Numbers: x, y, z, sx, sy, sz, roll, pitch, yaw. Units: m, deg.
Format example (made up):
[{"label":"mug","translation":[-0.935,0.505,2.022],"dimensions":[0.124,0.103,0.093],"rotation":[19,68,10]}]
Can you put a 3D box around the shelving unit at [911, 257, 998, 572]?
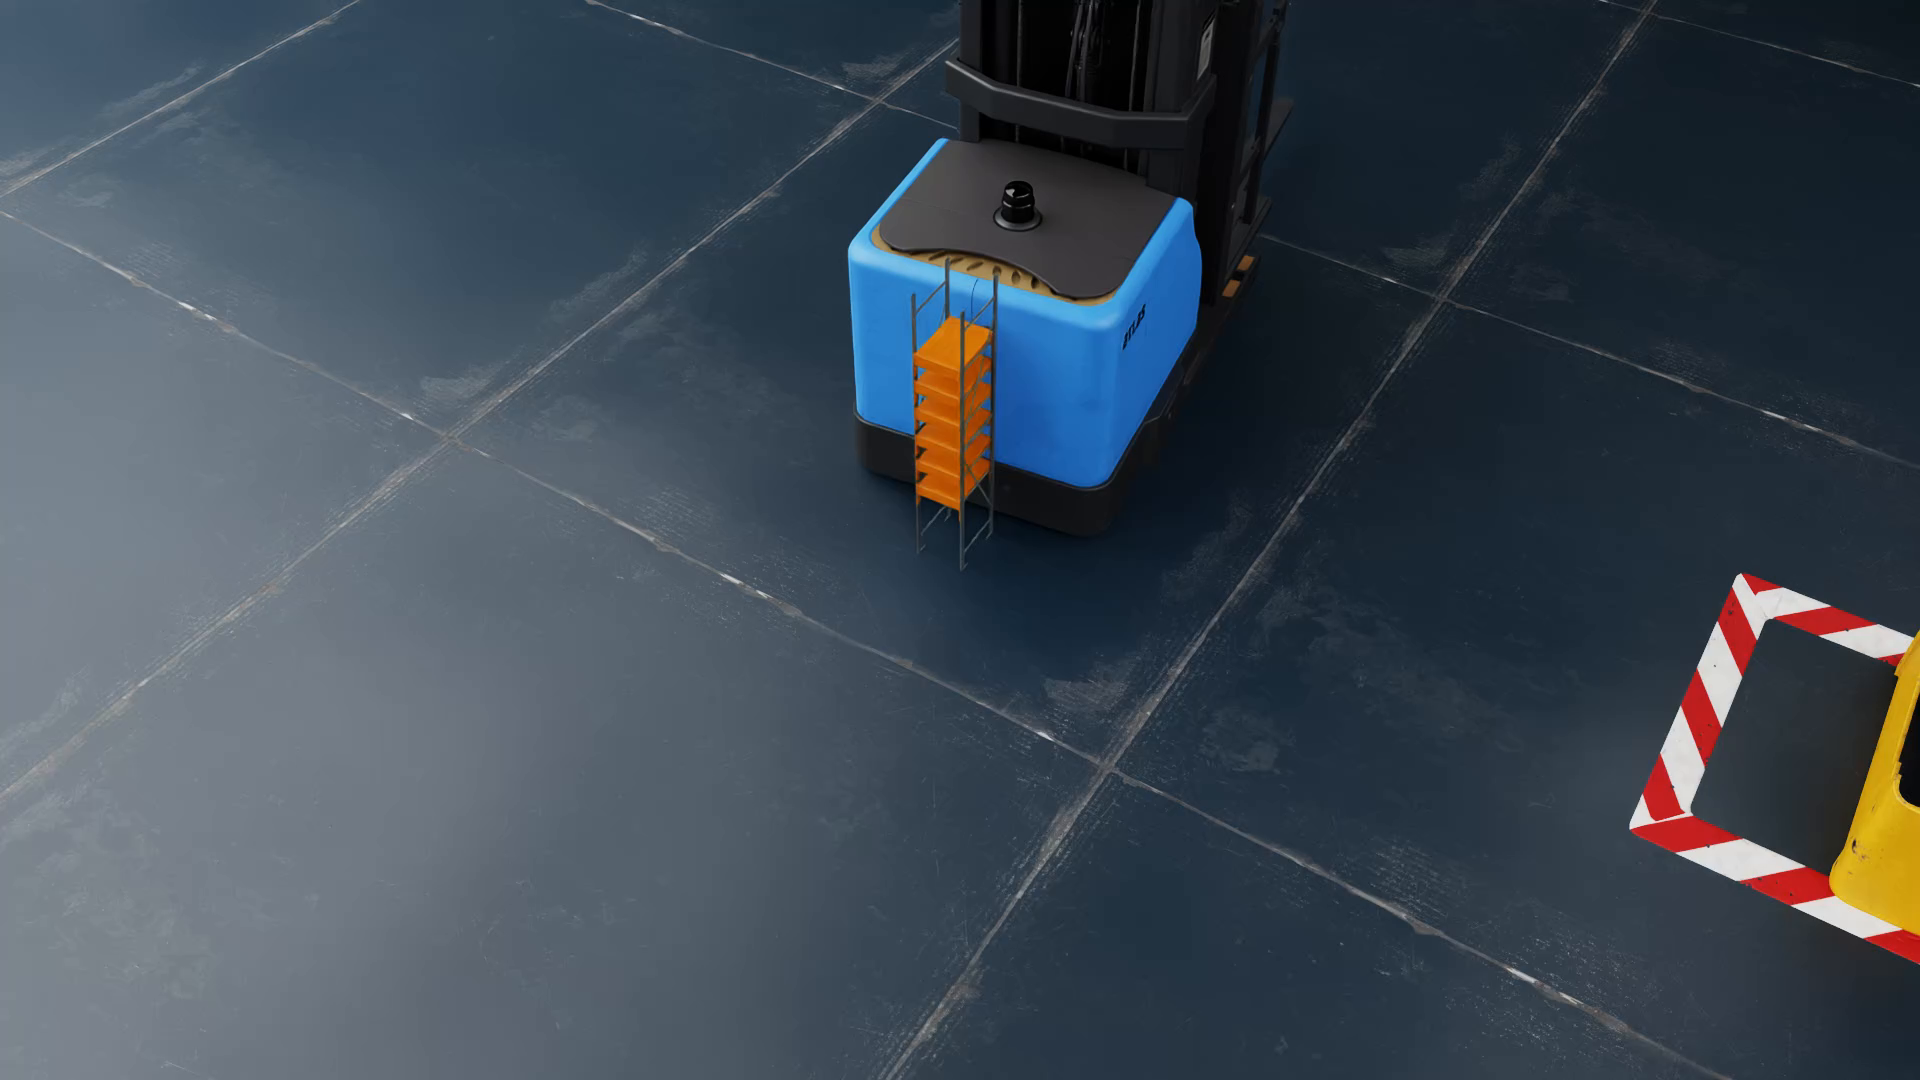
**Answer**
[{"label":"shelving unit","translation":[-0.017,-0.407,5.809],"dimensions":[0.189,1.200,0.258],"rotation":[22,50,20]}]

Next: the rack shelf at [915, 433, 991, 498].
[{"label":"rack shelf","translation":[-0.017,-0.292,5.927],"dimensions":[0.180,0.103,0.258],"rotation":[22,50,20]}]

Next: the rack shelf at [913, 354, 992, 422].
[{"label":"rack shelf","translation":[-0.017,-0.543,5.668],"dimensions":[0.180,0.103,0.258],"rotation":[22,50,20]}]

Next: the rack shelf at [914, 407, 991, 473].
[{"label":"rack shelf","translation":[-0.017,-0.376,5.840],"dimensions":[0.180,0.103,0.258],"rotation":[22,50,20]}]

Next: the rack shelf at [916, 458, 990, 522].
[{"label":"rack shelf","translation":[-0.017,-0.209,6.013],"dimensions":[0.180,0.103,0.258],"rotation":[22,50,20]}]

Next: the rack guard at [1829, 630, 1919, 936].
[{"label":"rack guard","translation":[3.154,0.641,5.279],"dimensions":[0.348,0.500,1.175],"rotation":[25,51,22]}]

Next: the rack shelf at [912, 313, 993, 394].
[{"label":"rack shelf","translation":[-0.017,-0.627,5.582],"dimensions":[0.180,0.103,0.258],"rotation":[22,50,20]}]

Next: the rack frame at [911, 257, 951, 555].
[{"label":"rack frame","translation":[-0.097,-0.439,5.840],"dimensions":[0.006,1.200,0.240],"rotation":[22,50,20]}]

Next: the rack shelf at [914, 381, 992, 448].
[{"label":"rack shelf","translation":[-0.017,-0.459,5.754],"dimensions":[0.180,0.103,0.258],"rotation":[22,50,20]}]

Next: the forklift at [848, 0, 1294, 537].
[{"label":"forklift","translation":[0.667,-2.102,6.249],"dimensions":[1.130,2.935,3.031],"rotation":[18,49,17]}]

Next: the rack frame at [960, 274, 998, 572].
[{"label":"rack frame","translation":[0.062,-0.374,5.777],"dimensions":[0.006,1.200,0.240],"rotation":[22,50,20]}]
